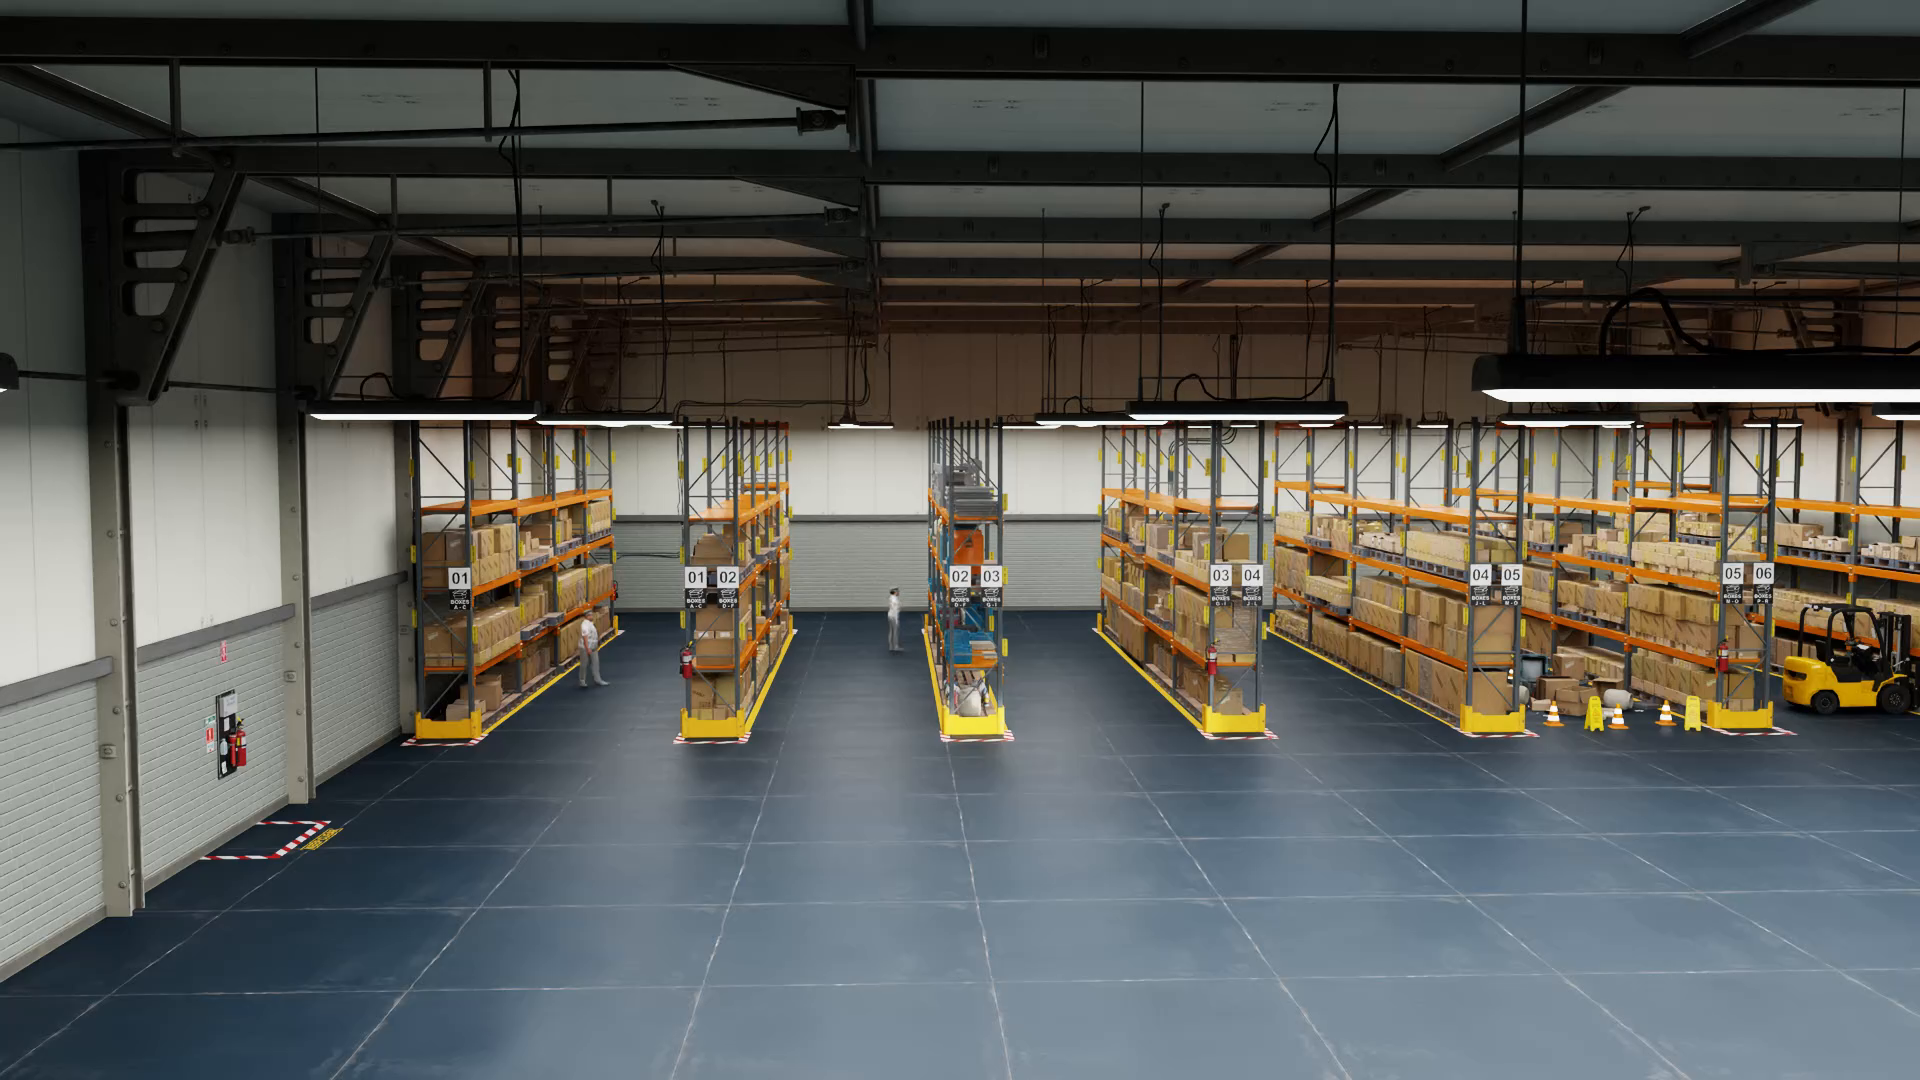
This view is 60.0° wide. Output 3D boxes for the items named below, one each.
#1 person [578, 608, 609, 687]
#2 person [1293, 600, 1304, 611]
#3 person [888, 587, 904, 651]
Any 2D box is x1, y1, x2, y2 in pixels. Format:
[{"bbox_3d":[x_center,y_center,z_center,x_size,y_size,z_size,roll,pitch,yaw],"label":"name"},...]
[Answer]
[{"bbox_3d":[-8.287,2.408,37.320,0.617,1.756,0.598,1,4,19],"label":"person"},{"bbox_3d":[10.286,1.658,49.827,0.918,1.631,0.545,-1,4,-15],"label":"person"},{"bbox_3d":[-1.664,2.043,43.221,0.397,1.680,0.540,-1,4,-13],"label":"person"}]
